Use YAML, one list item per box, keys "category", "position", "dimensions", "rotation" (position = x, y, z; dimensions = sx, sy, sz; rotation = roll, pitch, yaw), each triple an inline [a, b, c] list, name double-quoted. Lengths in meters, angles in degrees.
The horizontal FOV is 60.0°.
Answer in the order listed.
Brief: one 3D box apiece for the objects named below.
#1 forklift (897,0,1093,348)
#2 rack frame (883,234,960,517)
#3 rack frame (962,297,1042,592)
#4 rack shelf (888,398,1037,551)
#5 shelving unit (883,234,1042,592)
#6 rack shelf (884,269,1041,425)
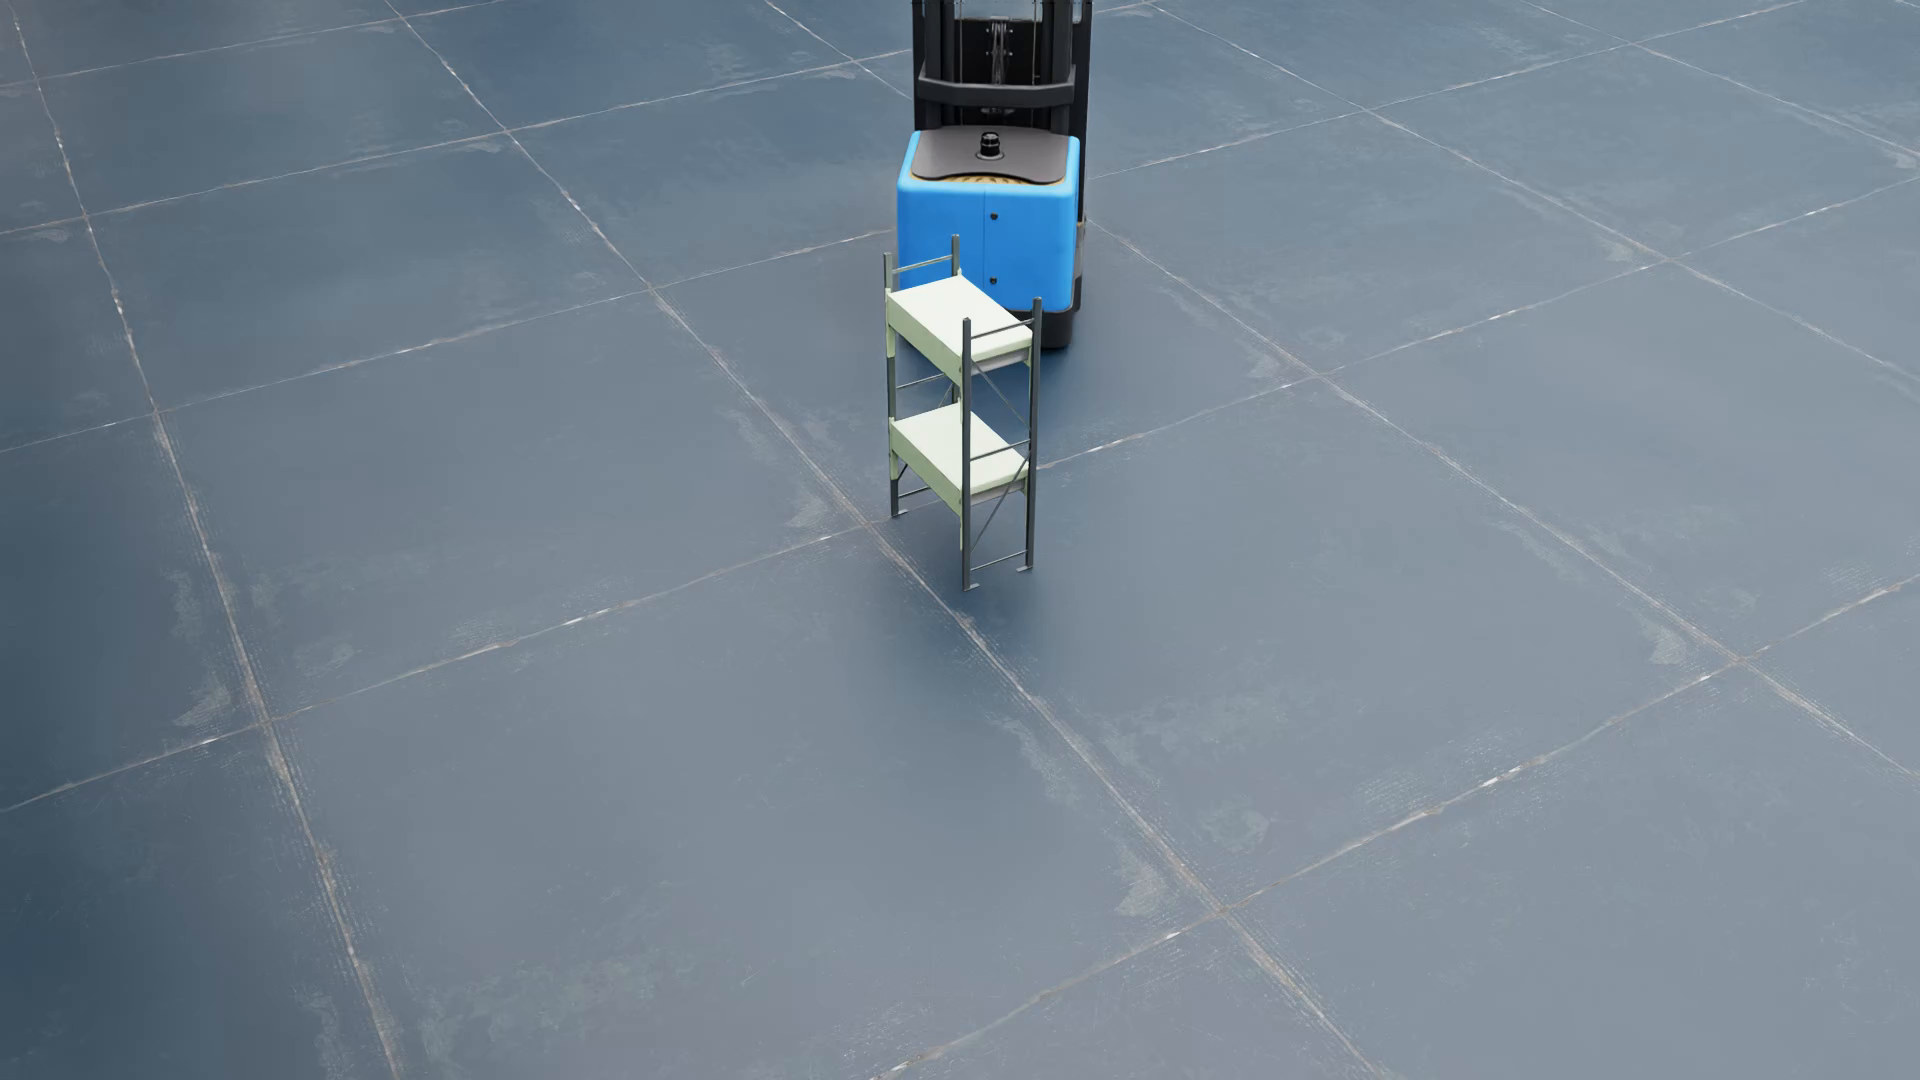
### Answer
- category: "forklift"
  position: [0.279, -3.185, 10.354]
  dimensions: [1.130, 2.935, 3.031]
  rotation: [3, 36, 4]
- category: "rack frame"
  position: [-0.181, -0.789, 8.286]
  dimensions: [0.400, 1.500, 0.023]
  rotation: [-19, 40, -24]
- category: "rack frame"
  position: [0.187, -0.416, 7.775]
  dimensions: [0.400, 1.500, 0.023]
  rotation: [-19, 40, -24]
- category: "rack shelf"
  position: [0.003, -0.339, 8.223]
  dimensions: [0.431, 0.370, 0.720]
  rotation: [-19, 40, -24]
- category: "shelving unit"
  position: [0.003, -0.602, 8.030]
  dimensions: [0.431, 1.500, 0.755]
  rotation: [-19, 40, -24]
- category: "rack shelf"
  position: [0.003, -0.917, 7.800]
  dimensions: [0.431, 0.370, 0.720]
  rotation: [-19, 40, -24]
